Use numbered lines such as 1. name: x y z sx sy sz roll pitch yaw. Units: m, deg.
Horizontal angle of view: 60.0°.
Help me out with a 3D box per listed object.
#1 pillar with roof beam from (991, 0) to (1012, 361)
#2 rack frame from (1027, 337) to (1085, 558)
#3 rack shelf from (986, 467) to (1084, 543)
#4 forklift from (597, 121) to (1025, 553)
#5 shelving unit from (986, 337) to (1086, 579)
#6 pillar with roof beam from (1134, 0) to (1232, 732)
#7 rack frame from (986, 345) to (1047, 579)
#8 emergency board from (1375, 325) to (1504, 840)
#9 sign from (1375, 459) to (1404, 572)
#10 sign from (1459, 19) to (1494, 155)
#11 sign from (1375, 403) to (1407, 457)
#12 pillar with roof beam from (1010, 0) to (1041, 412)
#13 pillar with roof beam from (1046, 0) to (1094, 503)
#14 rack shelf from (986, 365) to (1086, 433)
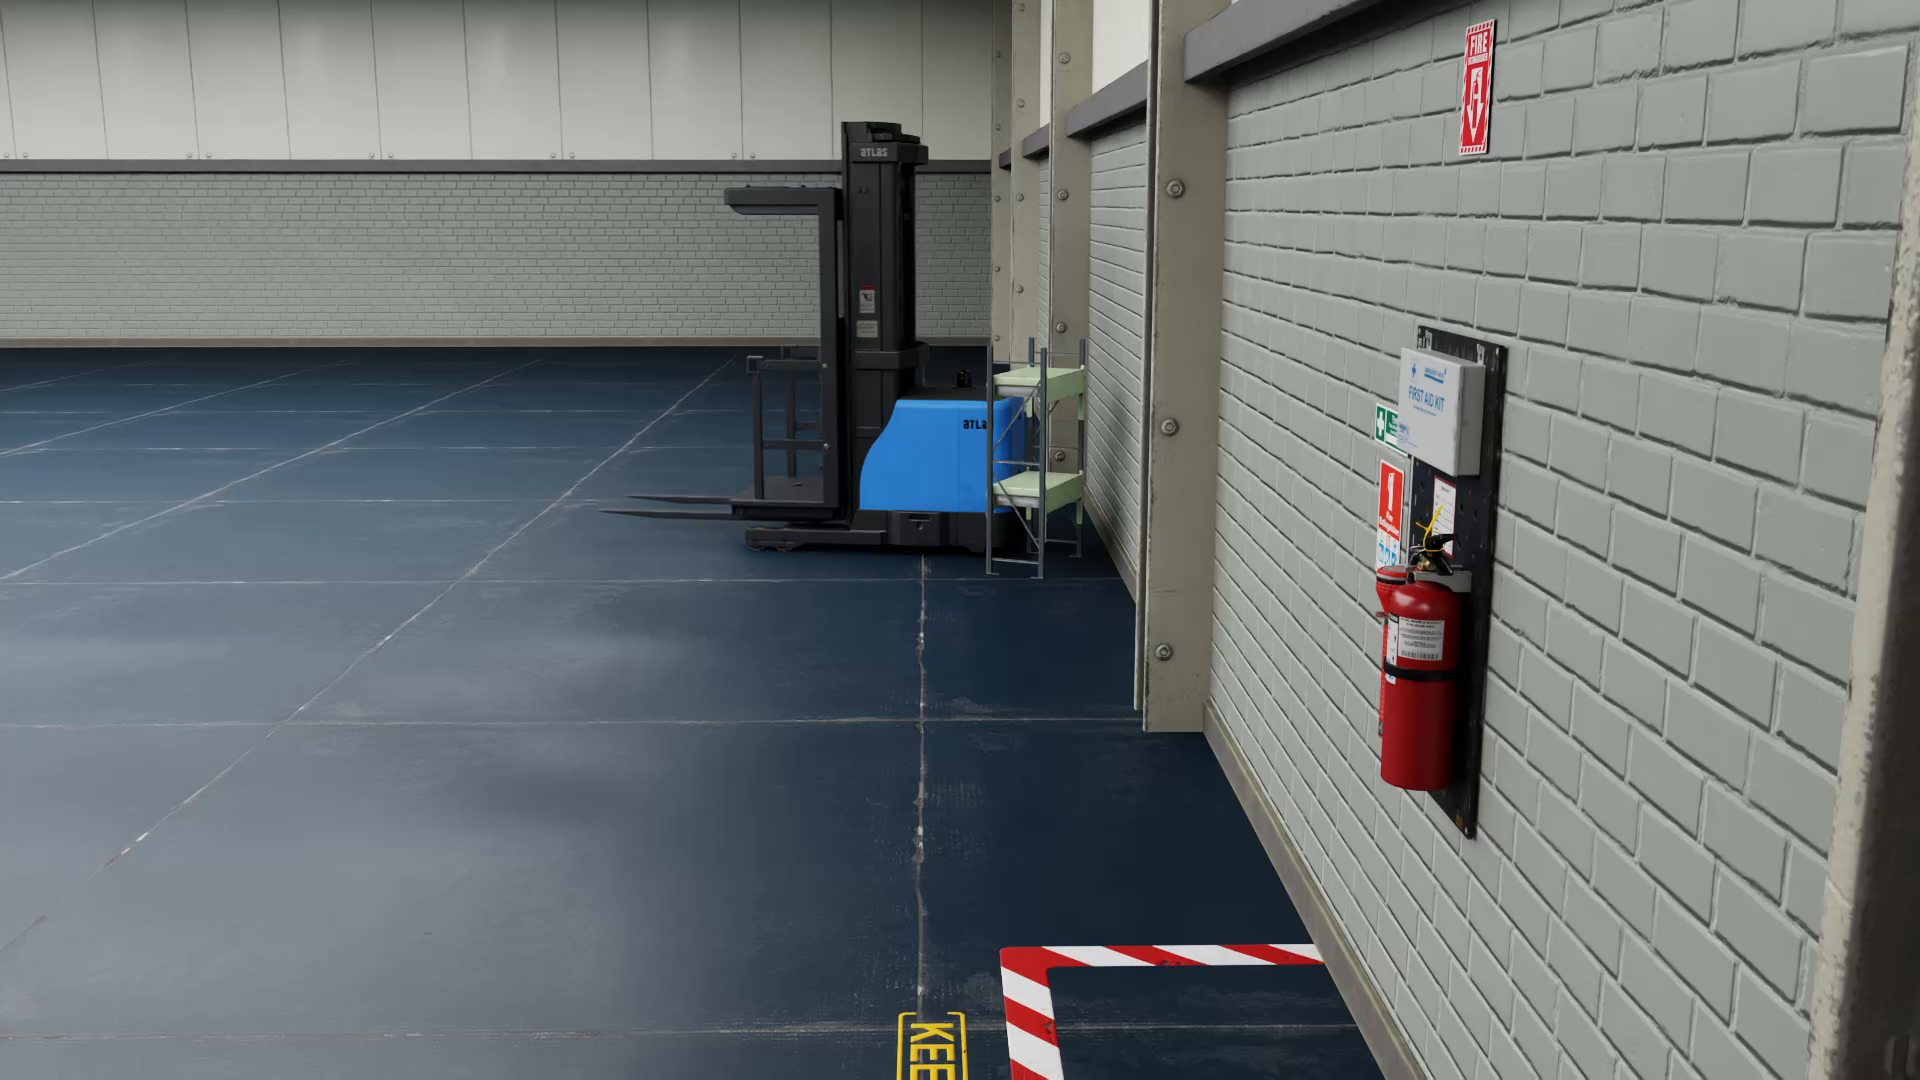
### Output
1. pillar with roof beam: -3.674 -7.123 24.538 9.100 9.000 0.400 0 11 -1
2. rack frame: 0.654 -0.630 11.390 0.400 1.500 0.023 5 12 23
3. rack shelf: 0.508 -0.243 11.127 0.431 0.370 0.720 5 12 23
4. forklift: -1.076 -1.457 11.867 3.031 2.935 1.130 2 12 7
5. shelving unit: 0.508 -0.563 11.062 0.431 1.500 0.755 5 12 23
6. pillar with roof beam: -3.302 -3.545 6.901 9.100 9.000 0.400 0 11 -1
7. rack frame: 0.362 -0.496 10.733 0.400 1.500 0.023 5 12 23
8. emergency board: 1.113 0.078 4.128 0.194 1.169 0.643 0 11 -1
9. sign: 1.205 -0.049 4.669 0.001 0.329 0.234 0 11 -1
10. sign: 1.213 -1.060 3.908 0.001 0.298 0.199 0 11 -1
11. sign: 1.196 -0.308 4.611 0.001 0.109 0.331 0 11 -1
12. pillar with roof beam: -3.550 -5.931 18.659 9.100 9.000 0.400 0 11 -1
13. pillar with roof beam: -3.426 -4.738 12.780 9.100 9.000 0.400 0 11 -1
14. rack shelf: 0.508 -0.945 10.984 0.431 0.370 0.720 5 12 23
